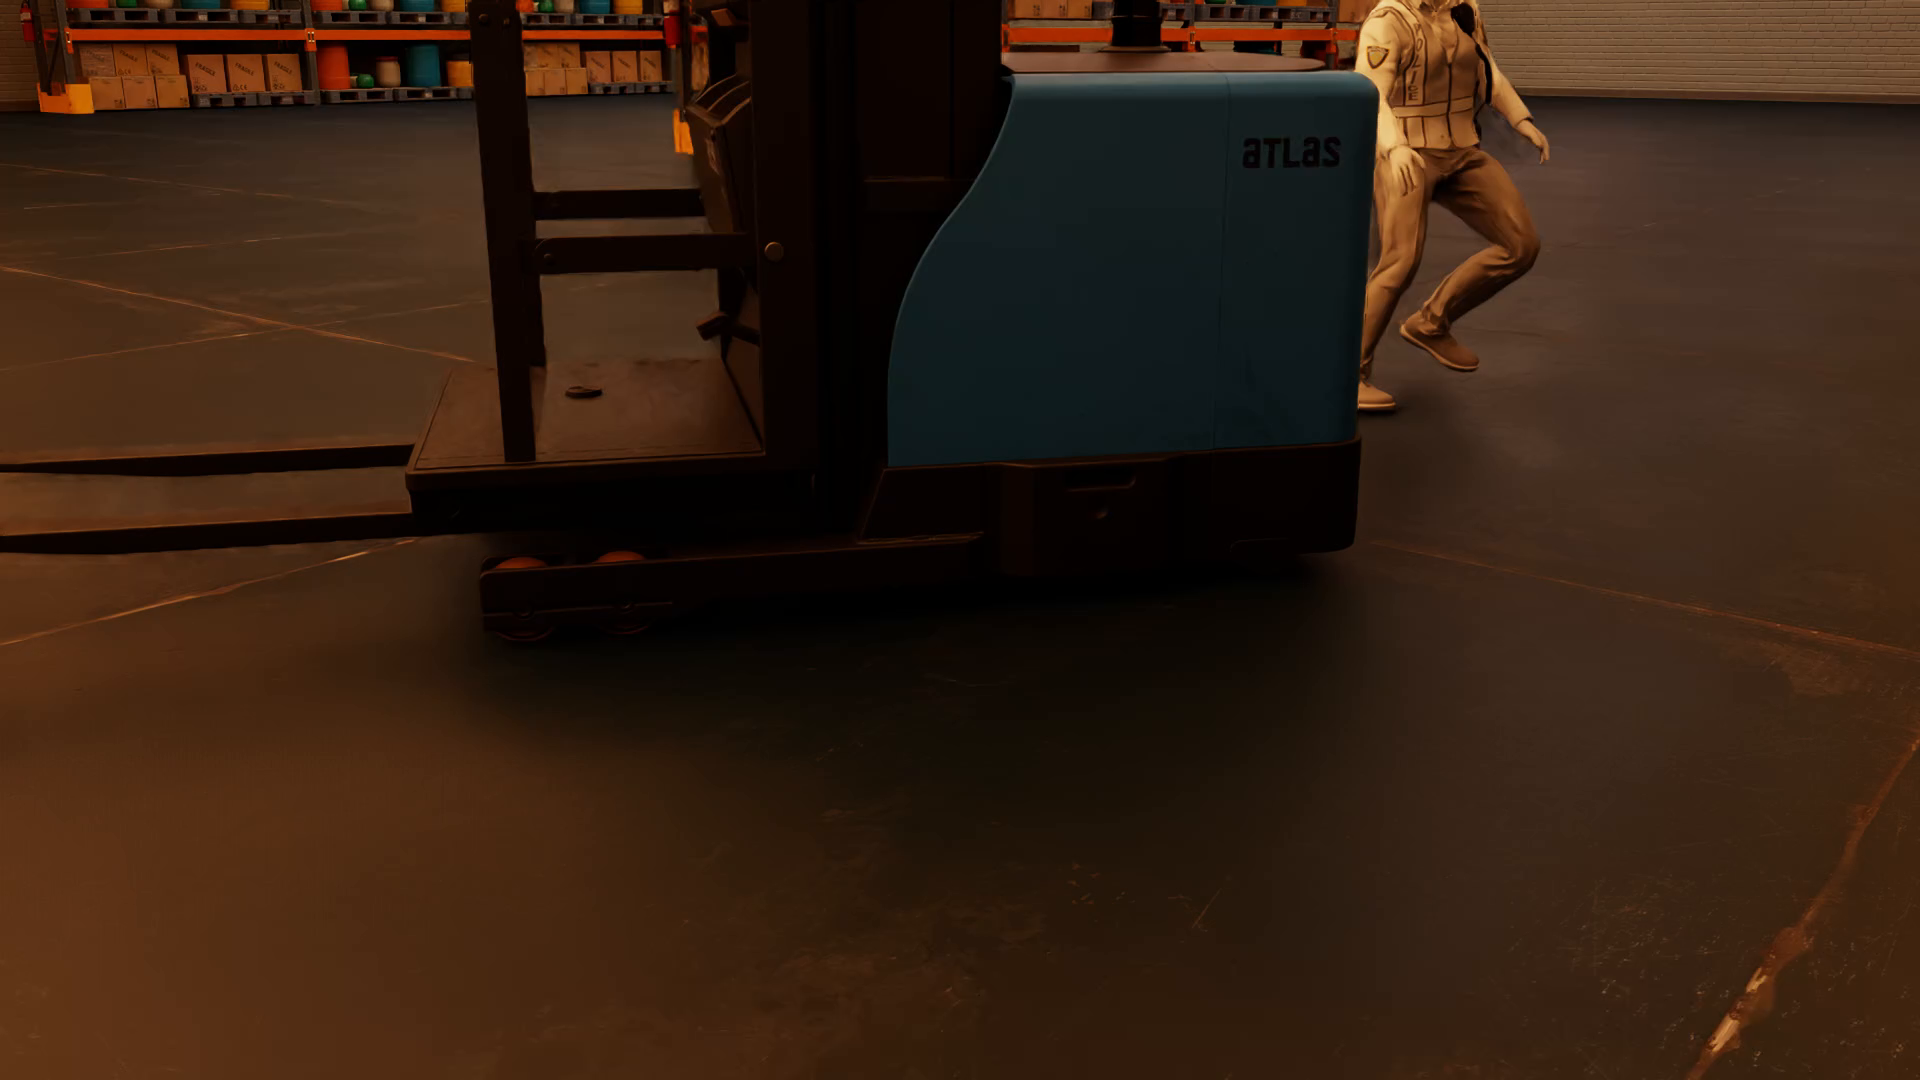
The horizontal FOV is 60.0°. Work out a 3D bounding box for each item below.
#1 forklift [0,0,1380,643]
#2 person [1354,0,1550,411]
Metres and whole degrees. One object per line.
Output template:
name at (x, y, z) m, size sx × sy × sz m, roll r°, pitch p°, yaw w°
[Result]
forklift at (-0.694, -1.368, 3.403) m, size 3.031 × 2.935 × 1.130 m, roll -4°, pitch 17°, yaw -12°
person at (1.527, -1.220, 5.308) m, size 0.724 × 1.532 × 0.572 m, roll -8°, pitch 19°, yaw -25°
